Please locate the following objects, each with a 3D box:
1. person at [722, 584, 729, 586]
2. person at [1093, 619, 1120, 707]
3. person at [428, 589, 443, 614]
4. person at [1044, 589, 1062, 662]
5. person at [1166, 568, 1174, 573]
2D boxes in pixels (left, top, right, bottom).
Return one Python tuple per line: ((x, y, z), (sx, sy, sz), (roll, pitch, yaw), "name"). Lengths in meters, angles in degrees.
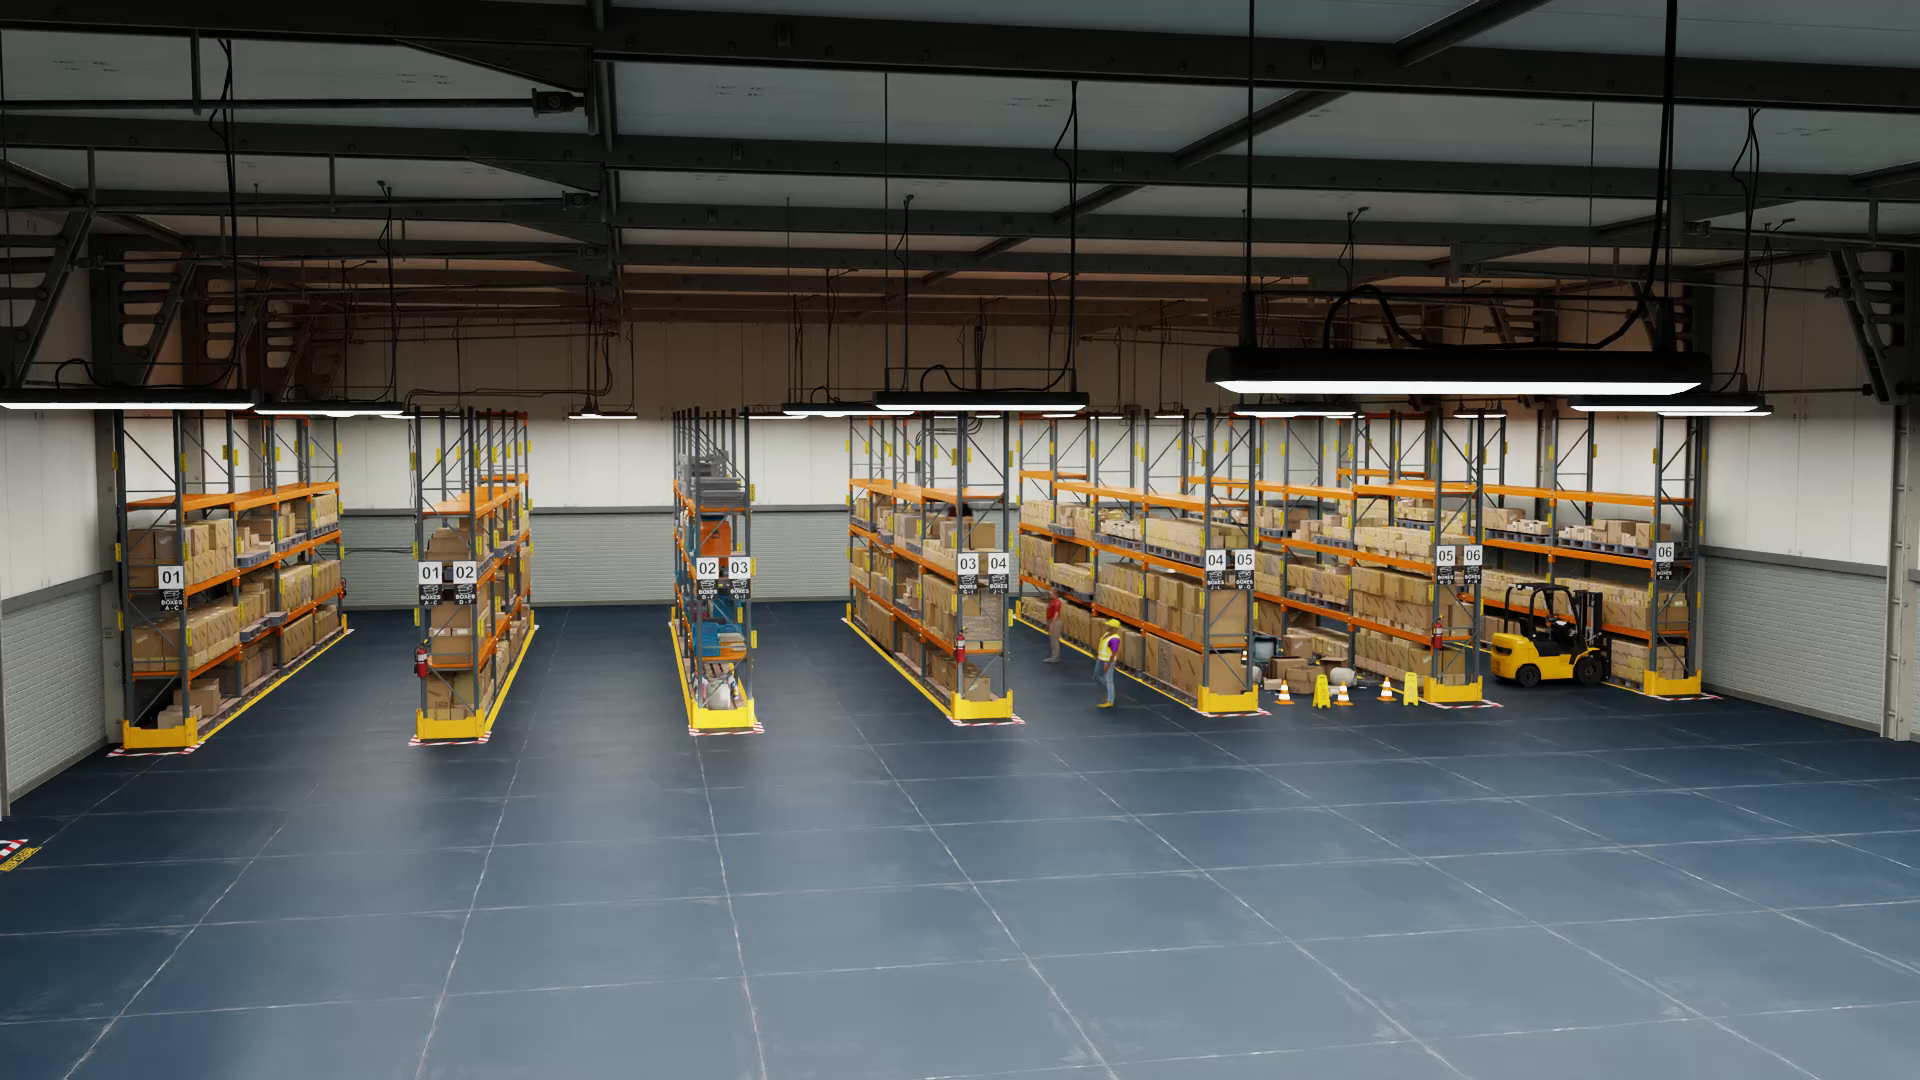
((-7.085, 1.290, 50.278), (1.031, 1.729, 0.734), (2, 4, 22), "person")
((2.947, 2.455, 33.539), (0.472, 1.751, 0.694), (-2, 4, -24), "person")
((-14.207, 1.712, 44.962), (0.417, 1.620, 1.030), (-1, 4, -10), "person")
((2.201, 2.038, 39.581), (0.407, 1.737, 0.546), (-1, 4, -10), "person")
((5.631, 1.639, 45.131), (0.631, 1.764, 0.570), (-1, 4, -11), "person")
